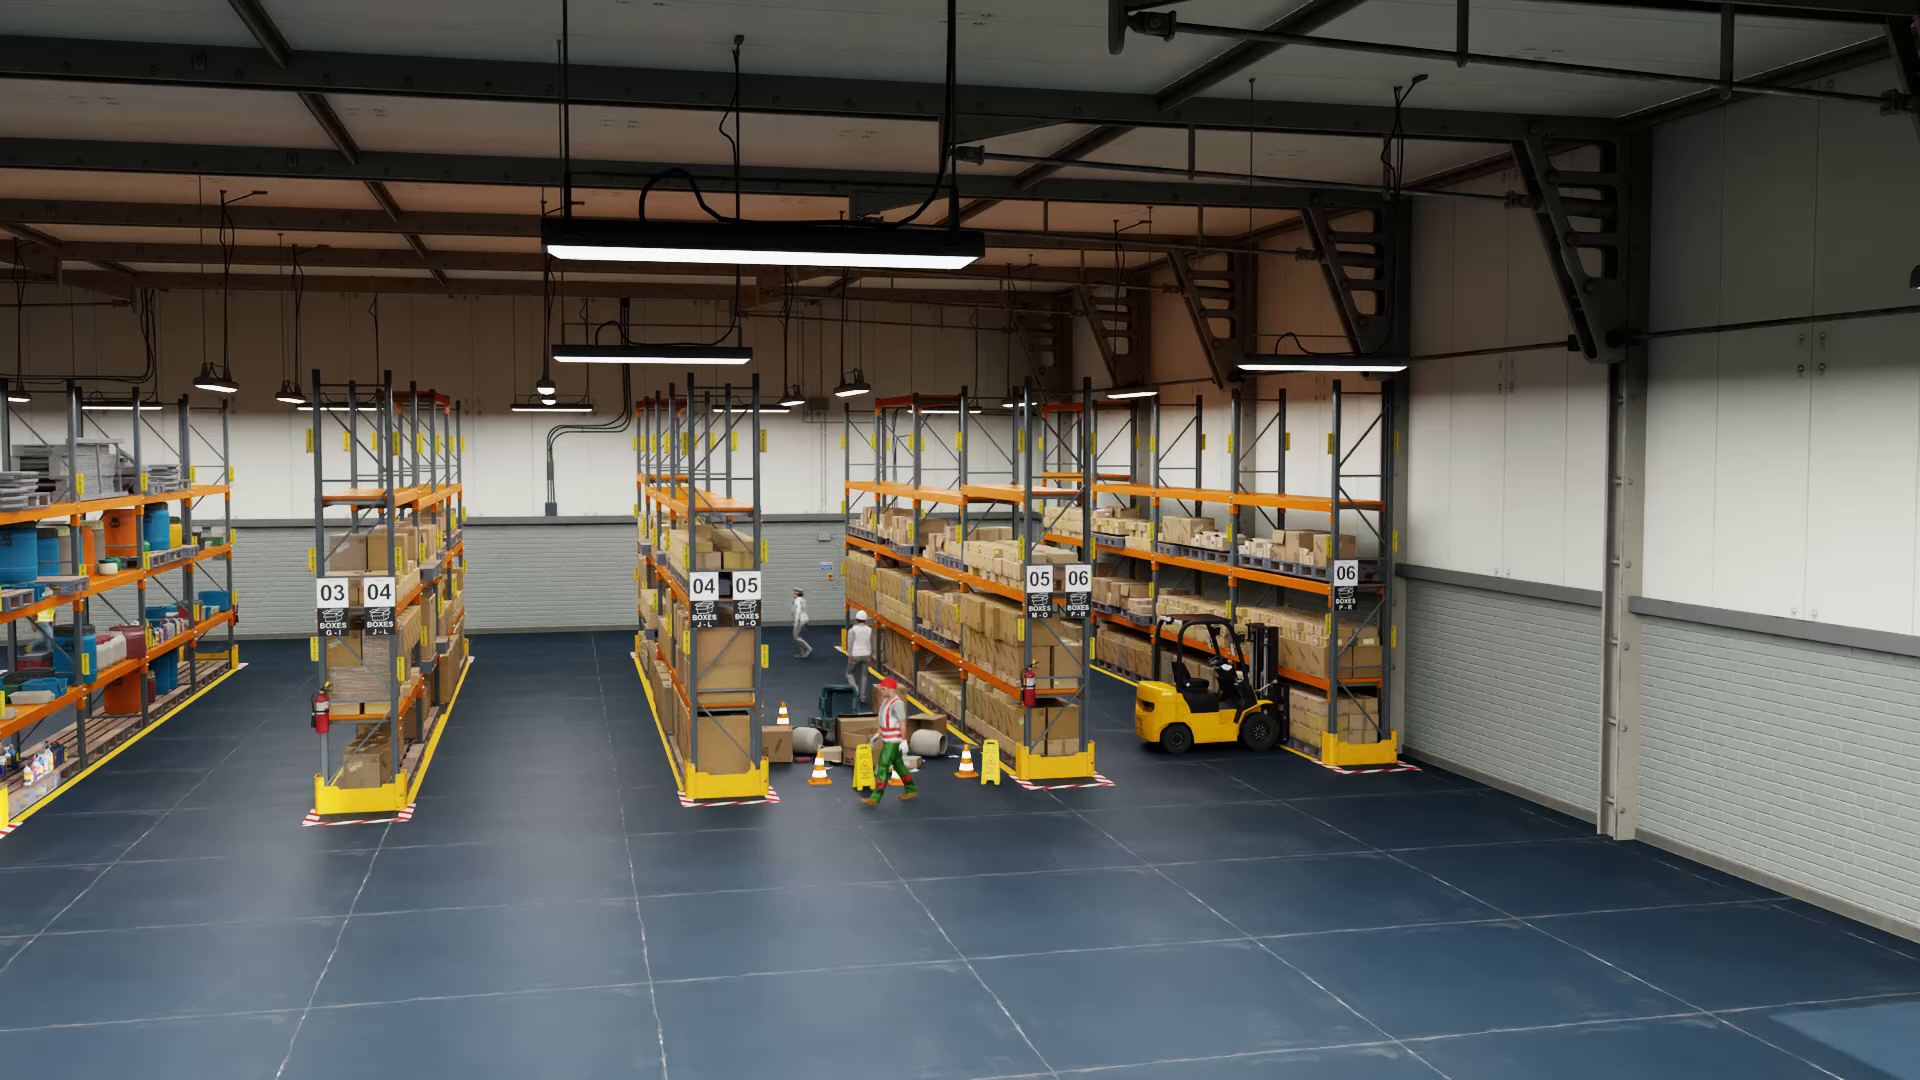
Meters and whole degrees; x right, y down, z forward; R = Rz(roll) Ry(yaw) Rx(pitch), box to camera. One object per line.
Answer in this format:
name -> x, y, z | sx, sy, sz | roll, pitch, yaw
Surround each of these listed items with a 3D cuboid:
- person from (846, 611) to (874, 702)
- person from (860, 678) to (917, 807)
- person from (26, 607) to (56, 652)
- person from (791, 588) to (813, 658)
person -> -1.933, 2.244, 32.222 | 0.557, 1.768, 0.470 | -1, 3, -18
person -> -1.006, 2.790, 23.119 | 0.906, 1.763, 0.549 | -1, 3, -18
person -> -21.269, 1.904, 38.579 | 0.891, 1.730, 0.574 | 0, 3, 2
person -> -3.695, 1.939, 38.875 | 0.587, 1.653, 0.568 | 1, 3, 19
